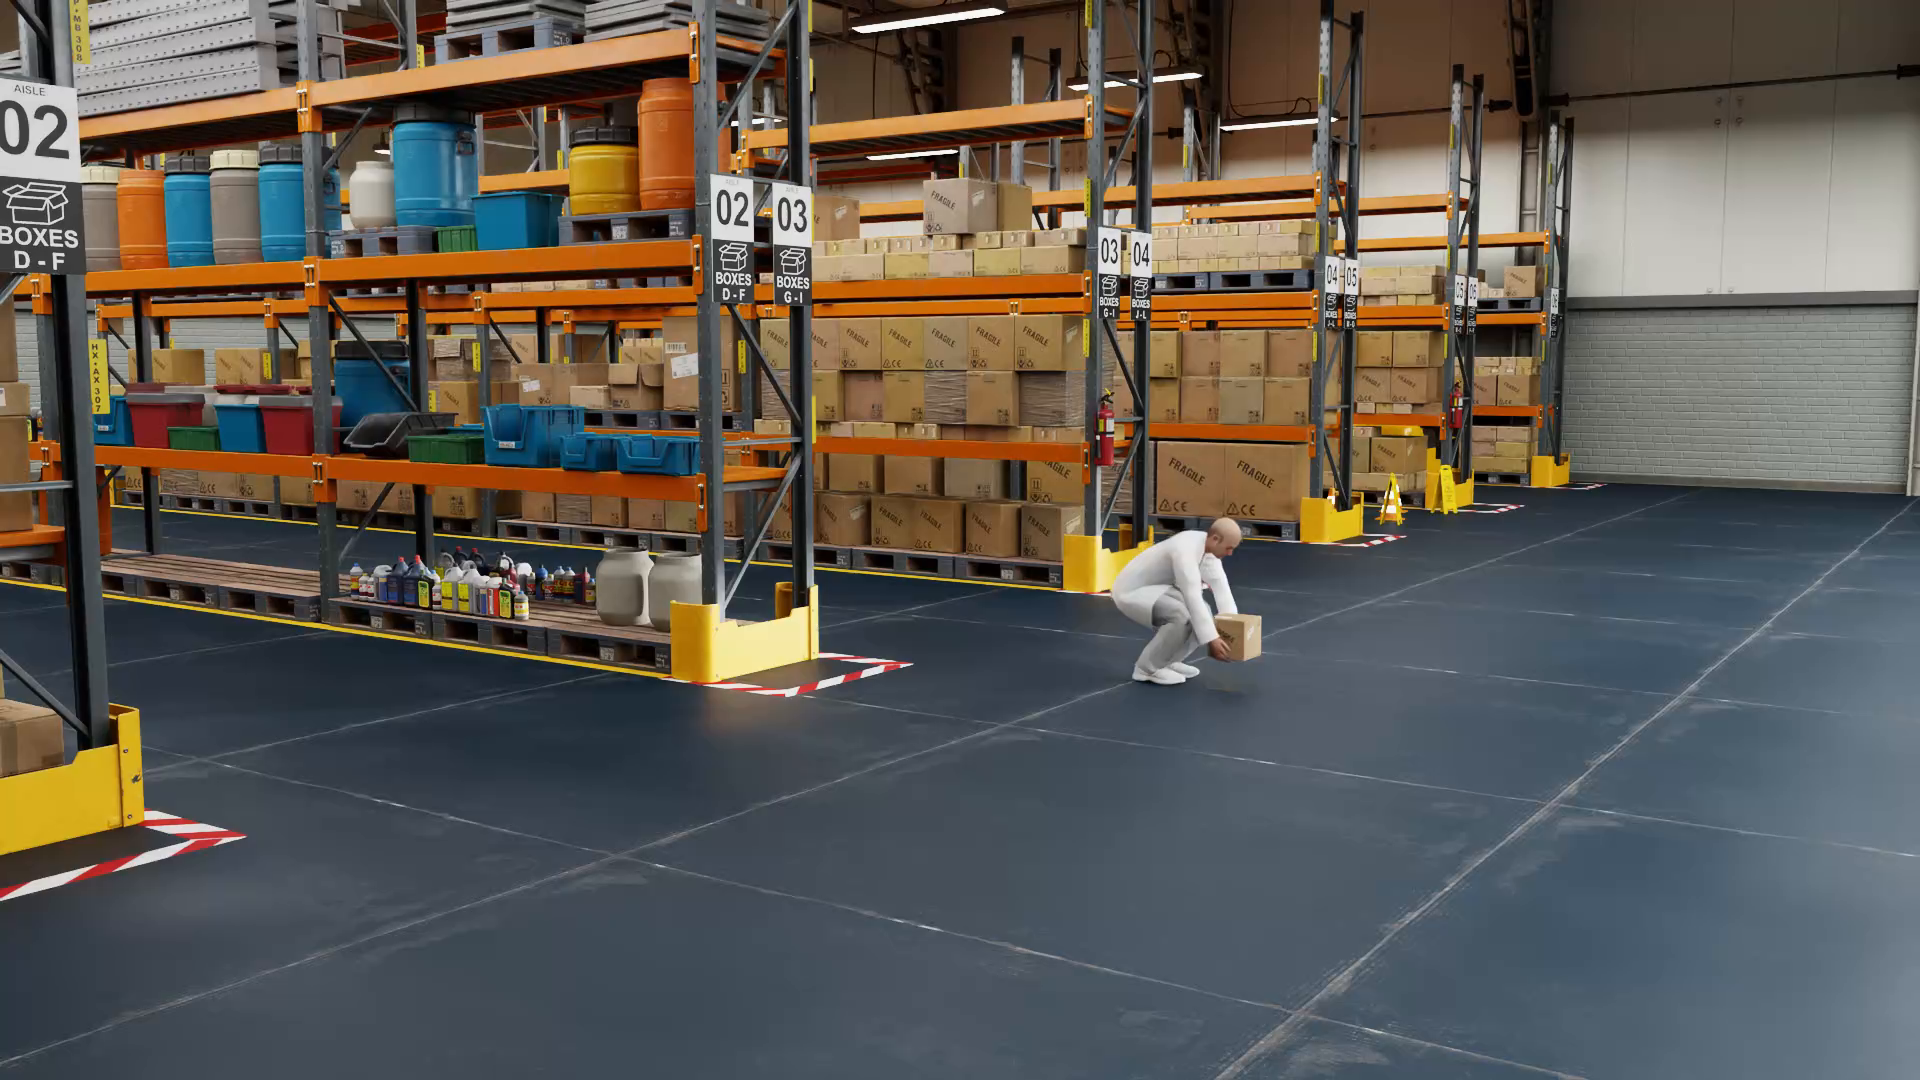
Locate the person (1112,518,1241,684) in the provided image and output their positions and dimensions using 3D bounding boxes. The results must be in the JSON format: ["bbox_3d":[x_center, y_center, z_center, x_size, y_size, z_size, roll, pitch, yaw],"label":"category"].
[{"bbox_3d":[1.405,0.384,10.624,0.892,1.045,0.608,4,7,33],"label":"person"}]
